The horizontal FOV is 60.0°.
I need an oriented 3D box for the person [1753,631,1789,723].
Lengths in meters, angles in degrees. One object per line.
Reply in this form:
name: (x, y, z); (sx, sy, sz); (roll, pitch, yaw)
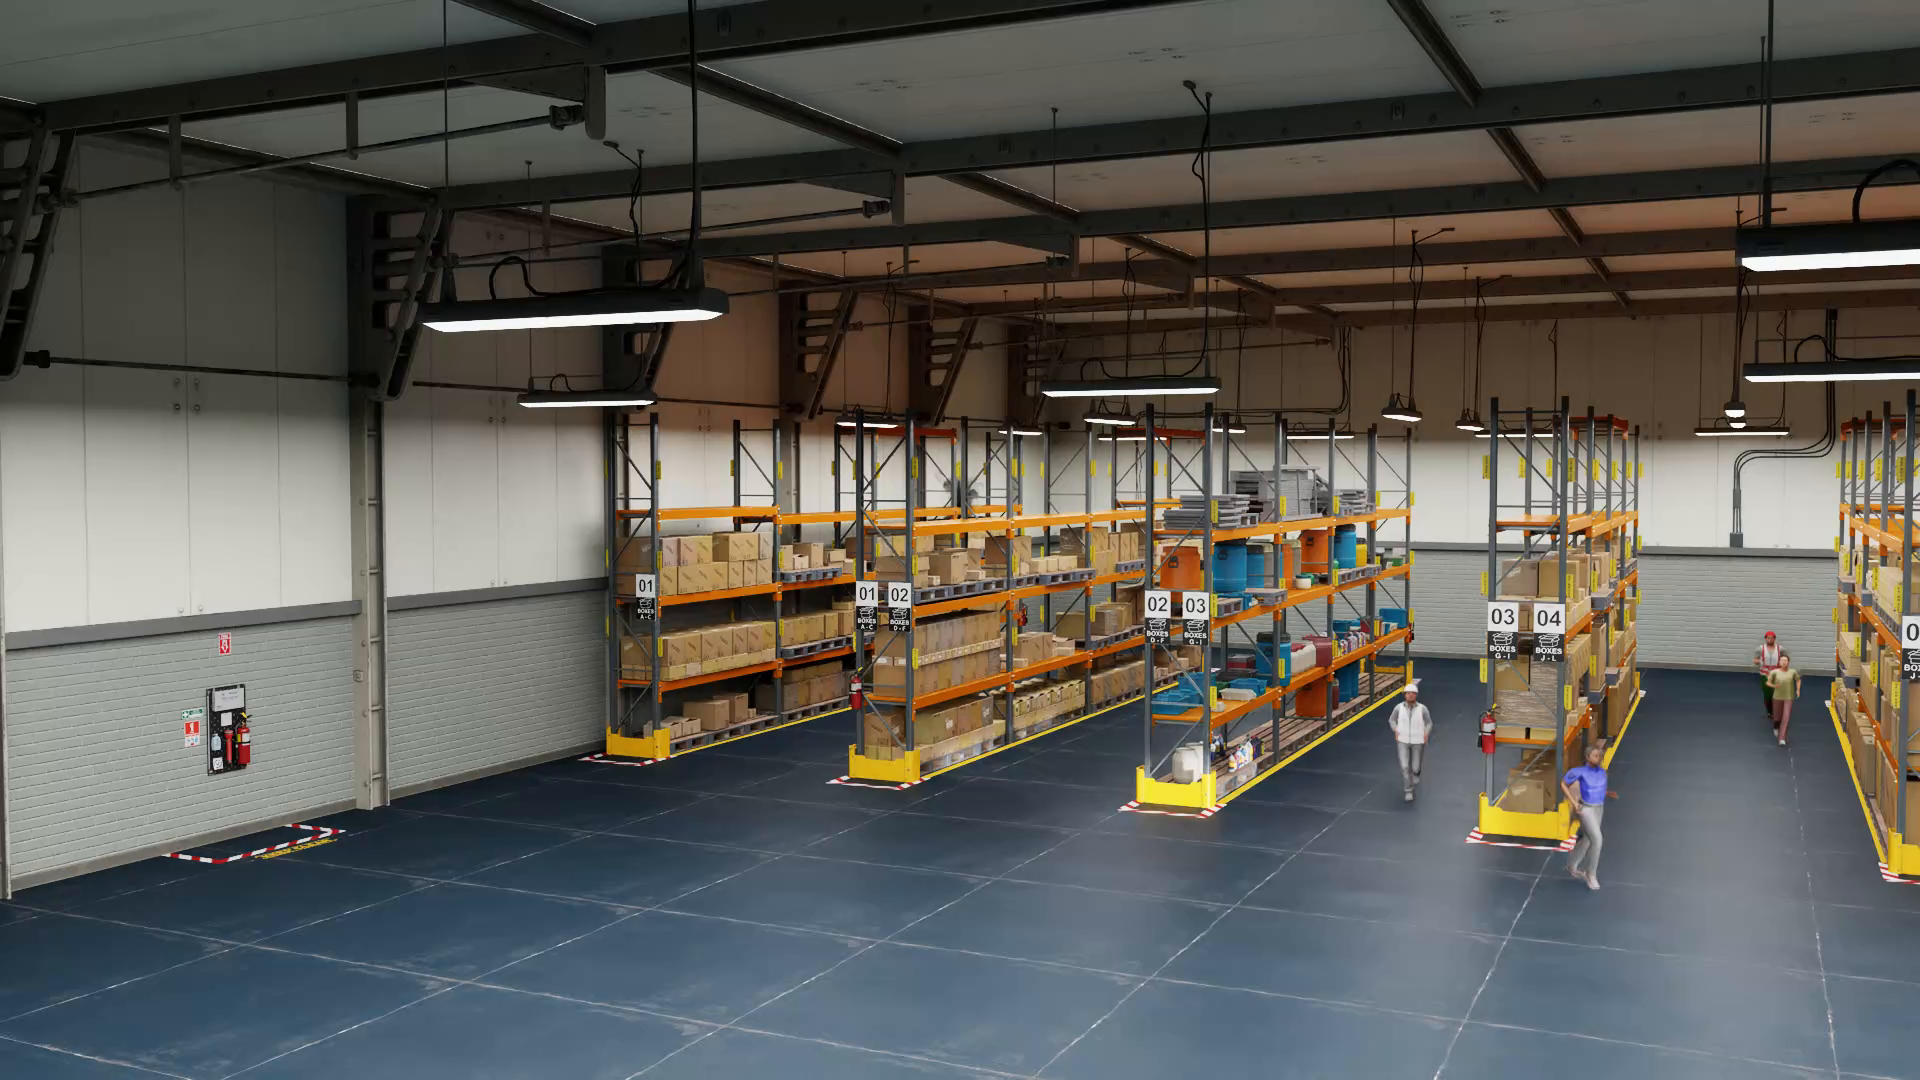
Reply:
person: (16.135, 2.724, 33.100); (0.629, 1.832, 0.757); (1, 3, 30)

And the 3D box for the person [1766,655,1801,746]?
person: (14.971, 2.903, 30.226); (0.590, 1.642, 0.909); (1, 3, 23)

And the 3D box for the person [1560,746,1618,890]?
person: (7.603, 3.342, 20.070); (0.554, 1.717, 0.739); (-1, 3, -29)

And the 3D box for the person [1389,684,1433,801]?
person: (6.890, 3.074, 25.443); (0.660, 1.744, 0.703); (1, 3, 18)
